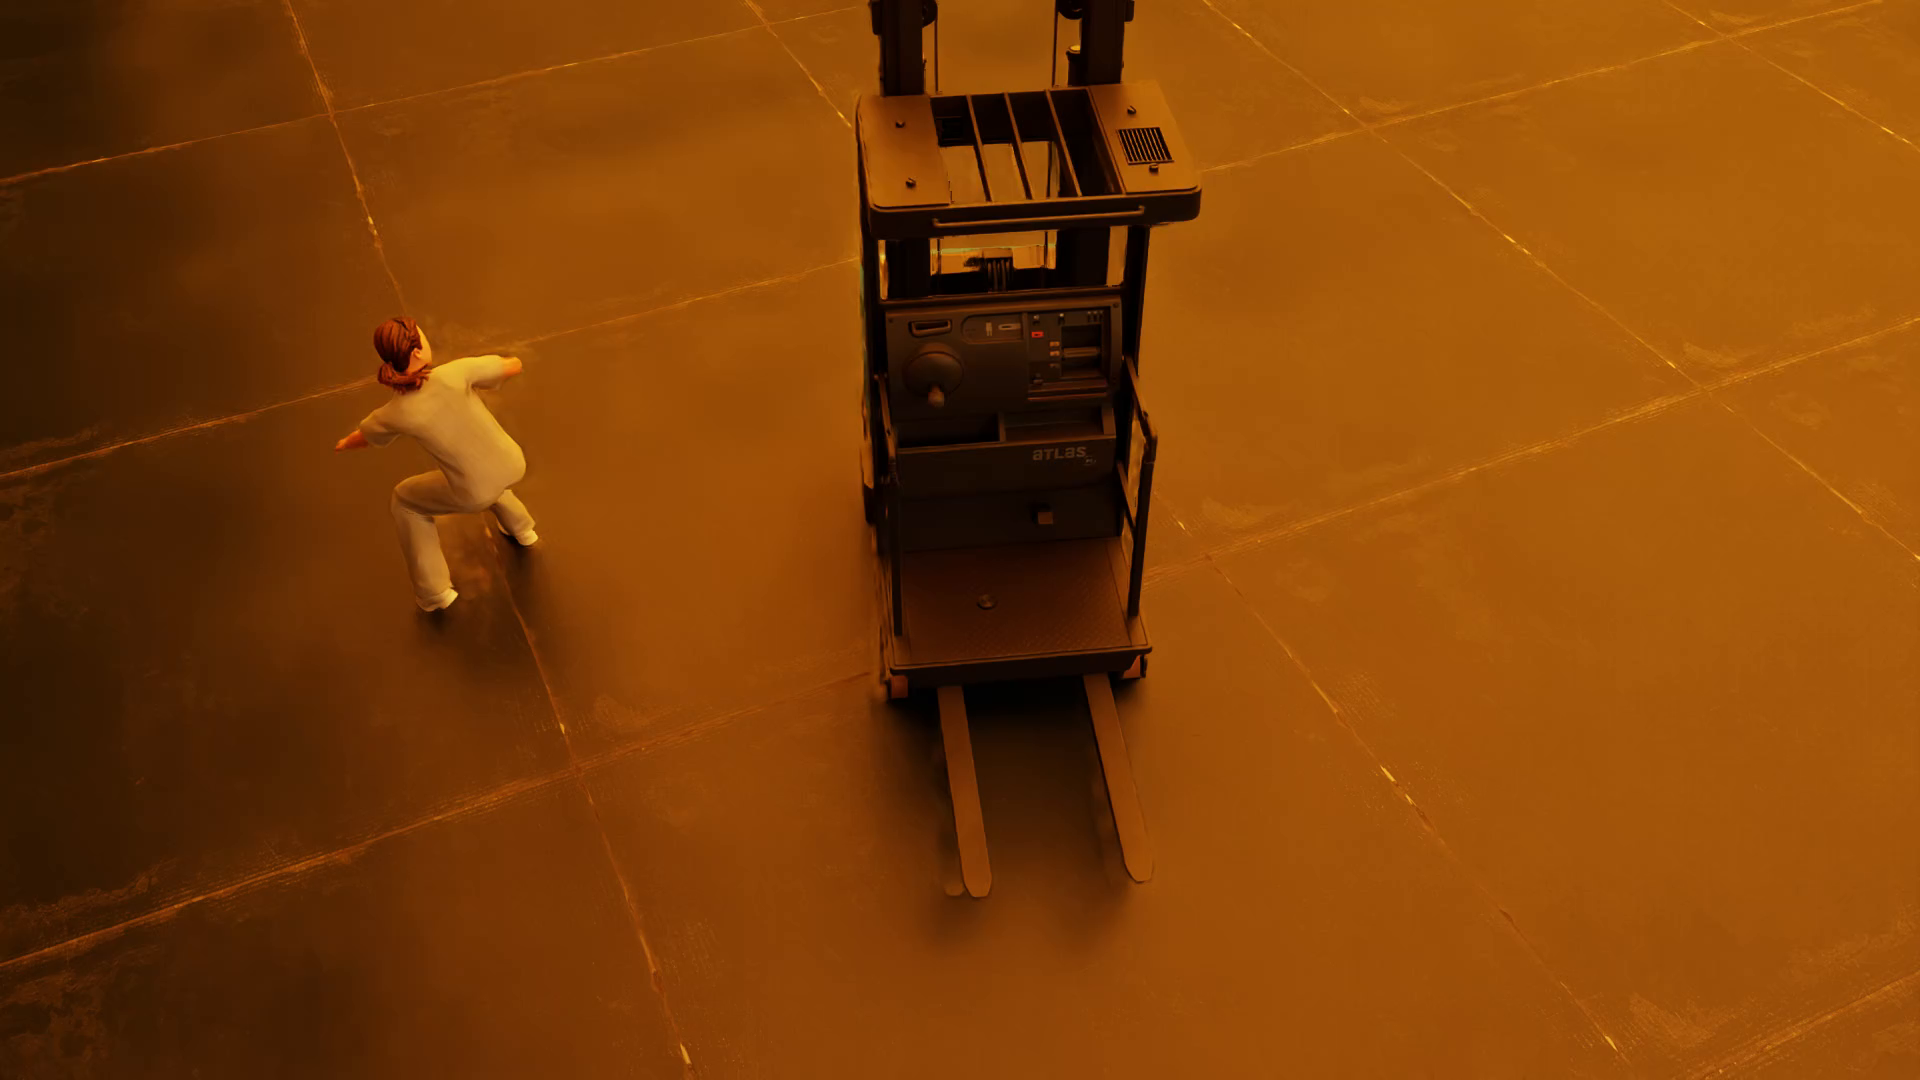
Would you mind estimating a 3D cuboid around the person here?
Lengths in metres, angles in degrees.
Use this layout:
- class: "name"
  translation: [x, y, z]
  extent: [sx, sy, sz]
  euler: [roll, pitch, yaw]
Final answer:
- class: "person"
  translation: [-2.259, -0.400, 7.253]
  extent: [0.805, 1.416, 0.727]
  euler: [34, 53, 31]

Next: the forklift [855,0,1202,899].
- class: "forklift"
  translation: [0.201, -0.648, 6.375]
  extent: [1.130, 2.935, 3.031]
  euler: [-4, 43, -5]
